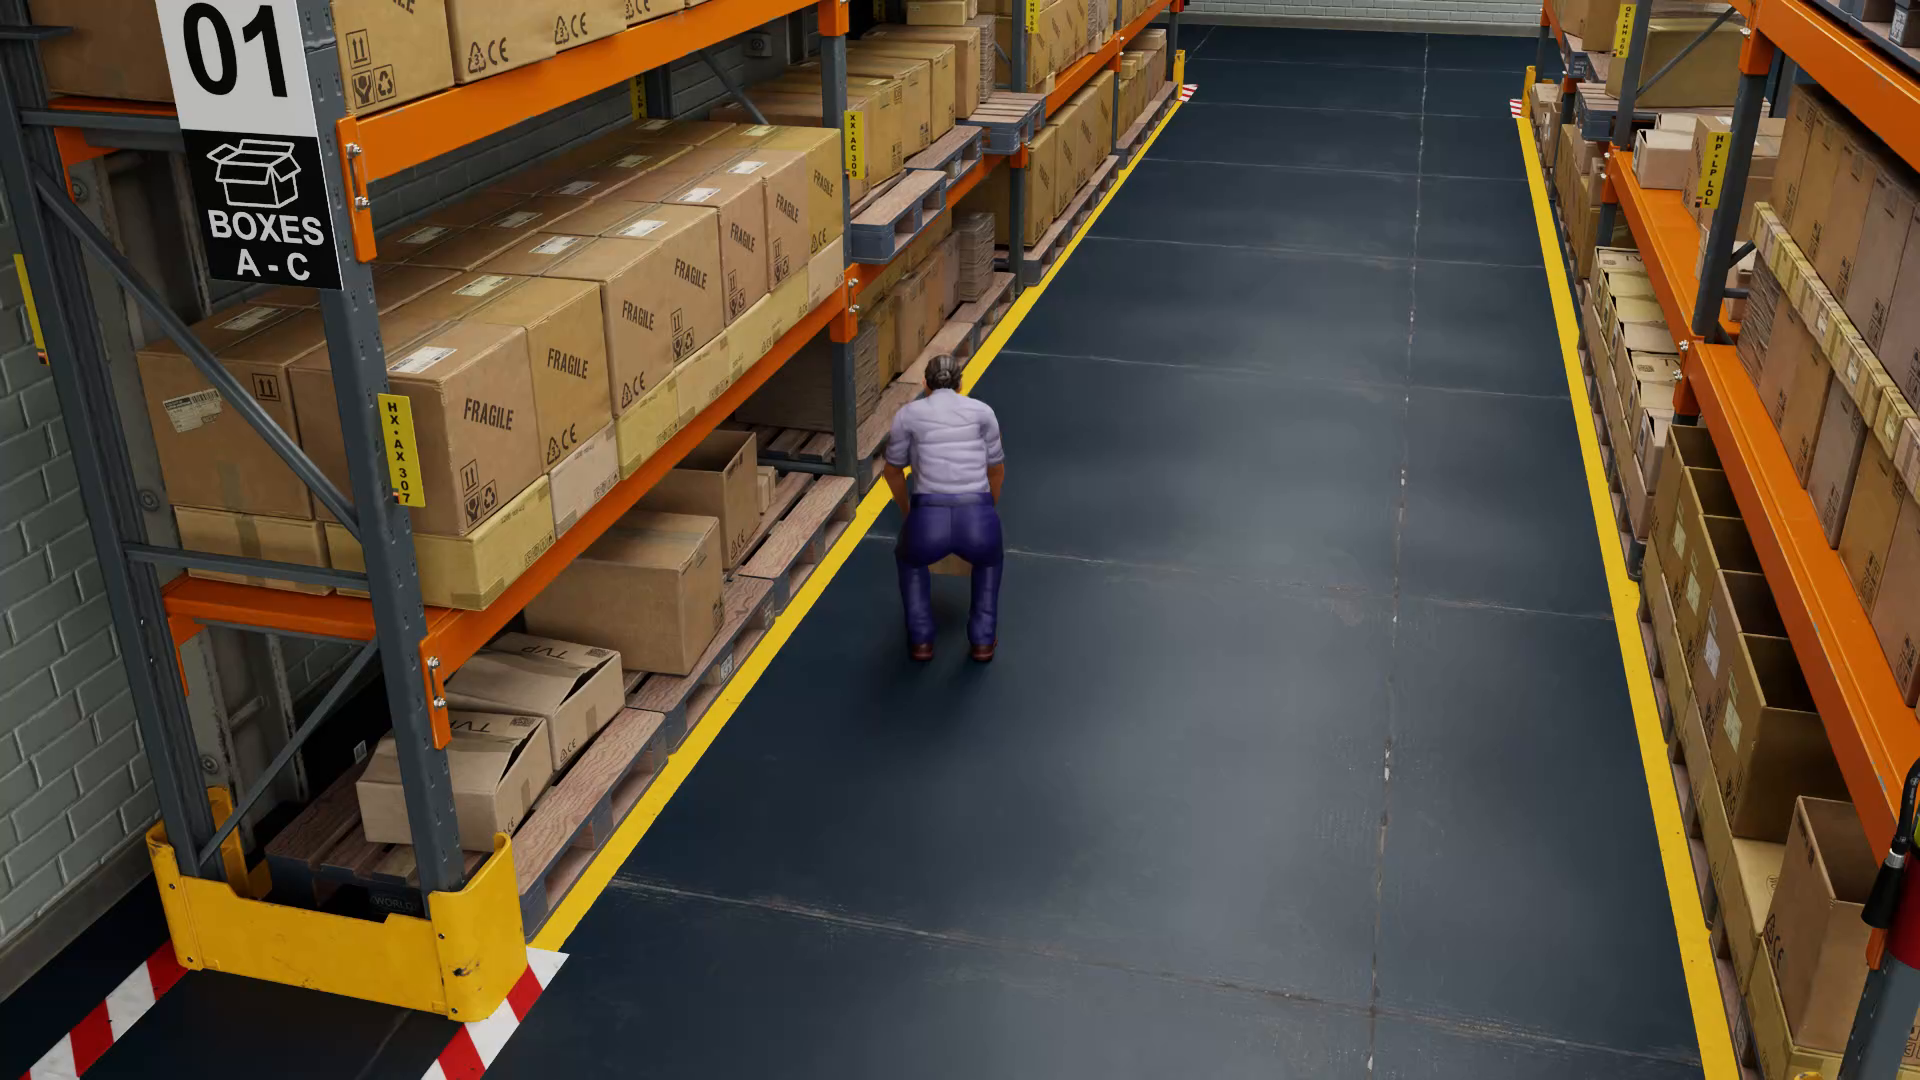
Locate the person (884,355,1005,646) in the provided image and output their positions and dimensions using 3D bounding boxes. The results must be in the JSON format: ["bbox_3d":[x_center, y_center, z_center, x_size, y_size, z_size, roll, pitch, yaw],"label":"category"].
[{"bbox_3d":[-0.070,-0.139,7.280,0.536,1.226,0.702,0,25,1],"label":"person"}]
